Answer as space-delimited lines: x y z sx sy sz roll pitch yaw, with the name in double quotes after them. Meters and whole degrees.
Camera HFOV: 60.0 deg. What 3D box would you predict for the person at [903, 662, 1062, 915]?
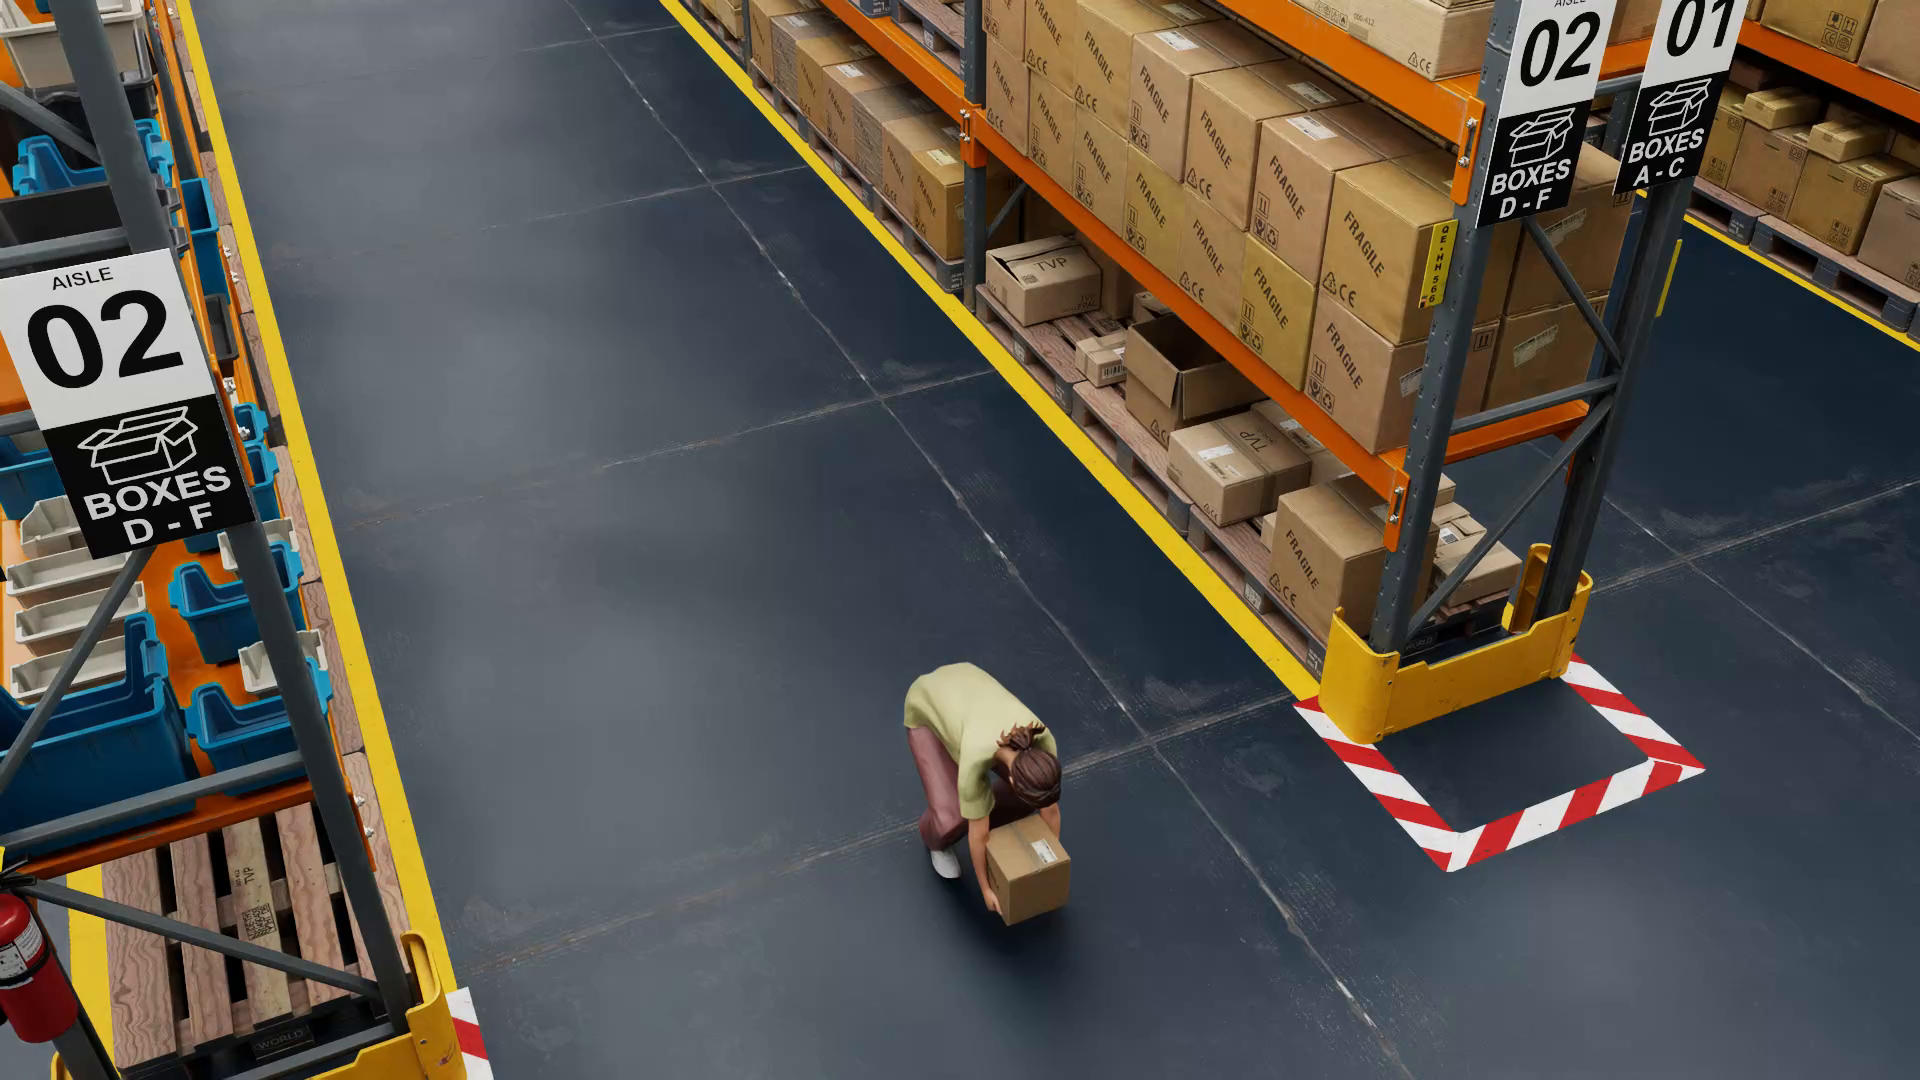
0.105 0.928 6.238 0.477 0.953 0.862 -18 41 -22 "person"
